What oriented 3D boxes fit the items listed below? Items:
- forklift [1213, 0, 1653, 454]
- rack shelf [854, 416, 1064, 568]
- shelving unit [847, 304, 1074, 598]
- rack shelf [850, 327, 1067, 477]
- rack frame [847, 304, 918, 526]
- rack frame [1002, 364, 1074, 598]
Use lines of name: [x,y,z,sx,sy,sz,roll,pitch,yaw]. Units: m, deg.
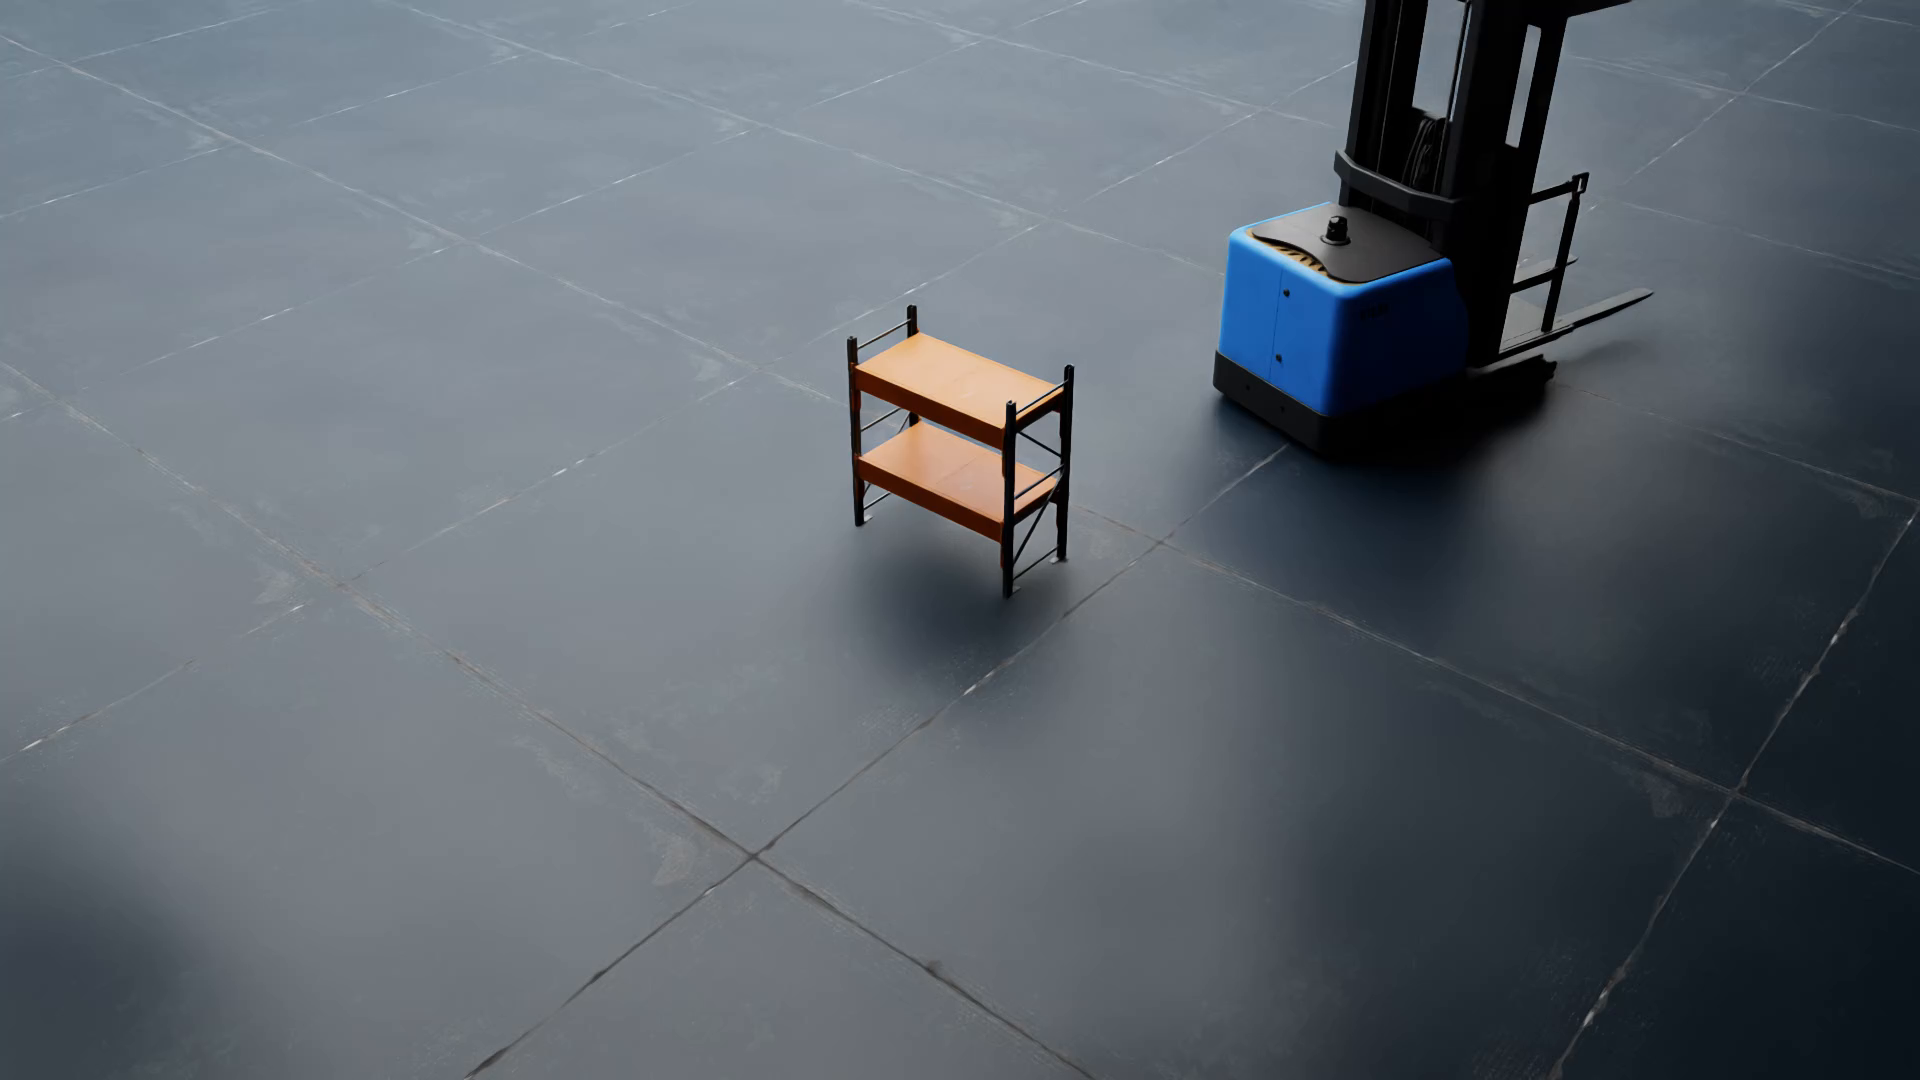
forklift: [3.046,-2.327,9.631,3.031,2.935,1.130,-20,39,-27]
rack shelf: [-0.005,-0.265,8.656,1.000,0.278,0.538,25,42,32]
shelving unit: [-0.005,-0.466,8.517,1.048,1.125,0.538,25,42,32]
rack shelf: [-0.005,-0.707,8.352,1.000,0.278,0.538,25,42,32]
rack frame: [-0.396,-0.650,8.785,0.032,1.125,0.500,25,42,32]
rack frame: [0.385,-0.282,8.249,0.032,1.125,0.500,25,42,32]
